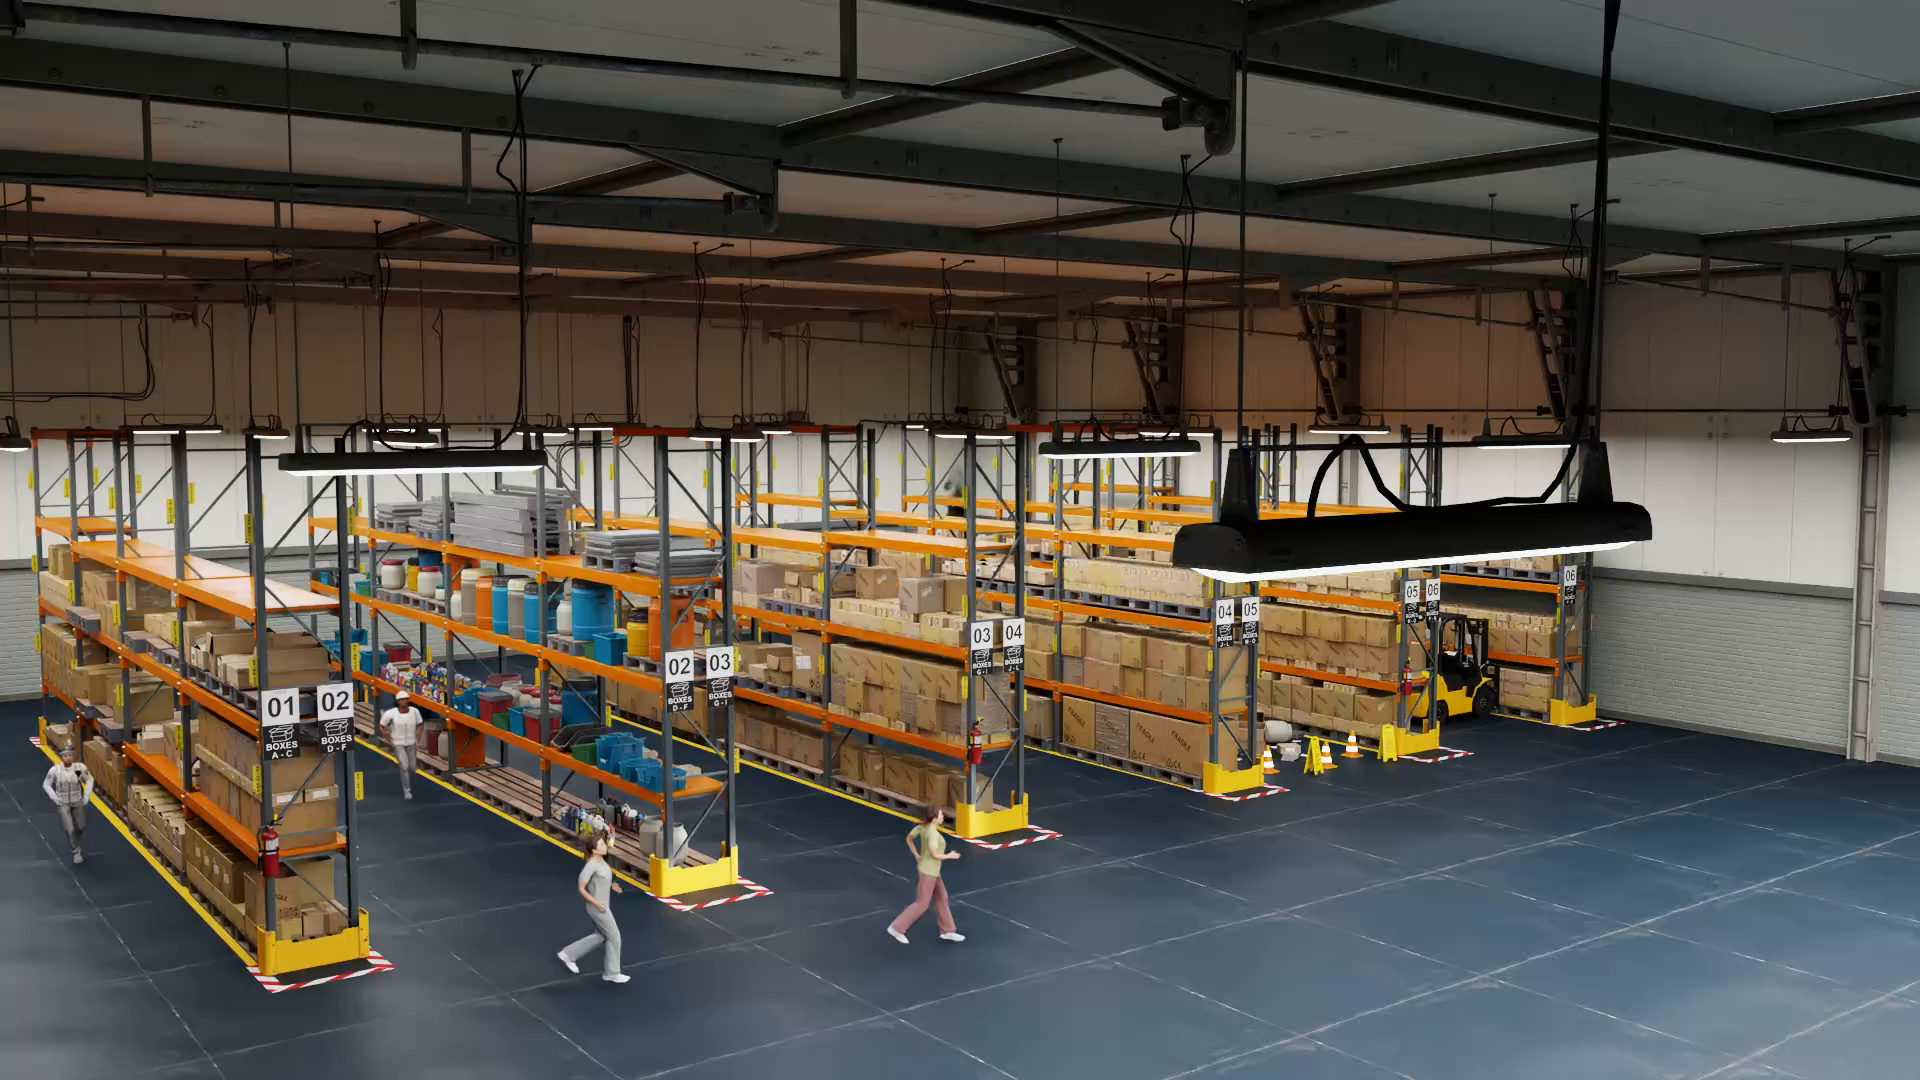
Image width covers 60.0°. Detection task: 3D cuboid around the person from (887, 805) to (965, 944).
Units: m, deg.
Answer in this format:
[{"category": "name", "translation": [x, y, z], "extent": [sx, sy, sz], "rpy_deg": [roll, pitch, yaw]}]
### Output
[{"category": "person", "translation": [-0.398, 3.947, 19.575], "extent": [0.967, 1.668, 0.549], "rpy_deg": [-1, 5, -13]}]

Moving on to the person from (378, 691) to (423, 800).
[{"category": "person", "translation": [-9.113, 3.329, 27.182], "extent": [0.708, 1.745, 0.714], "rpy_deg": [-3, 5, -34]}]

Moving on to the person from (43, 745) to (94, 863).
[{"category": "person", "translation": [-12.519, 3.680, 23.373], "extent": [0.639, 1.662, 0.547], "rpy_deg": [-3, 5, -33]}]

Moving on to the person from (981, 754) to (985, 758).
[{"category": "person", "translation": [0.110, 3.085, 30.363], "extent": [0.937, 1.676, 0.614], "rpy_deg": [4, 6, 40]}]

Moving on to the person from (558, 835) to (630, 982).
[{"category": "person", "translation": [-4.050, 4.070, 18.370], "extent": [0.785, 1.664, 0.563], "rpy_deg": [0, 4, -5]}]
